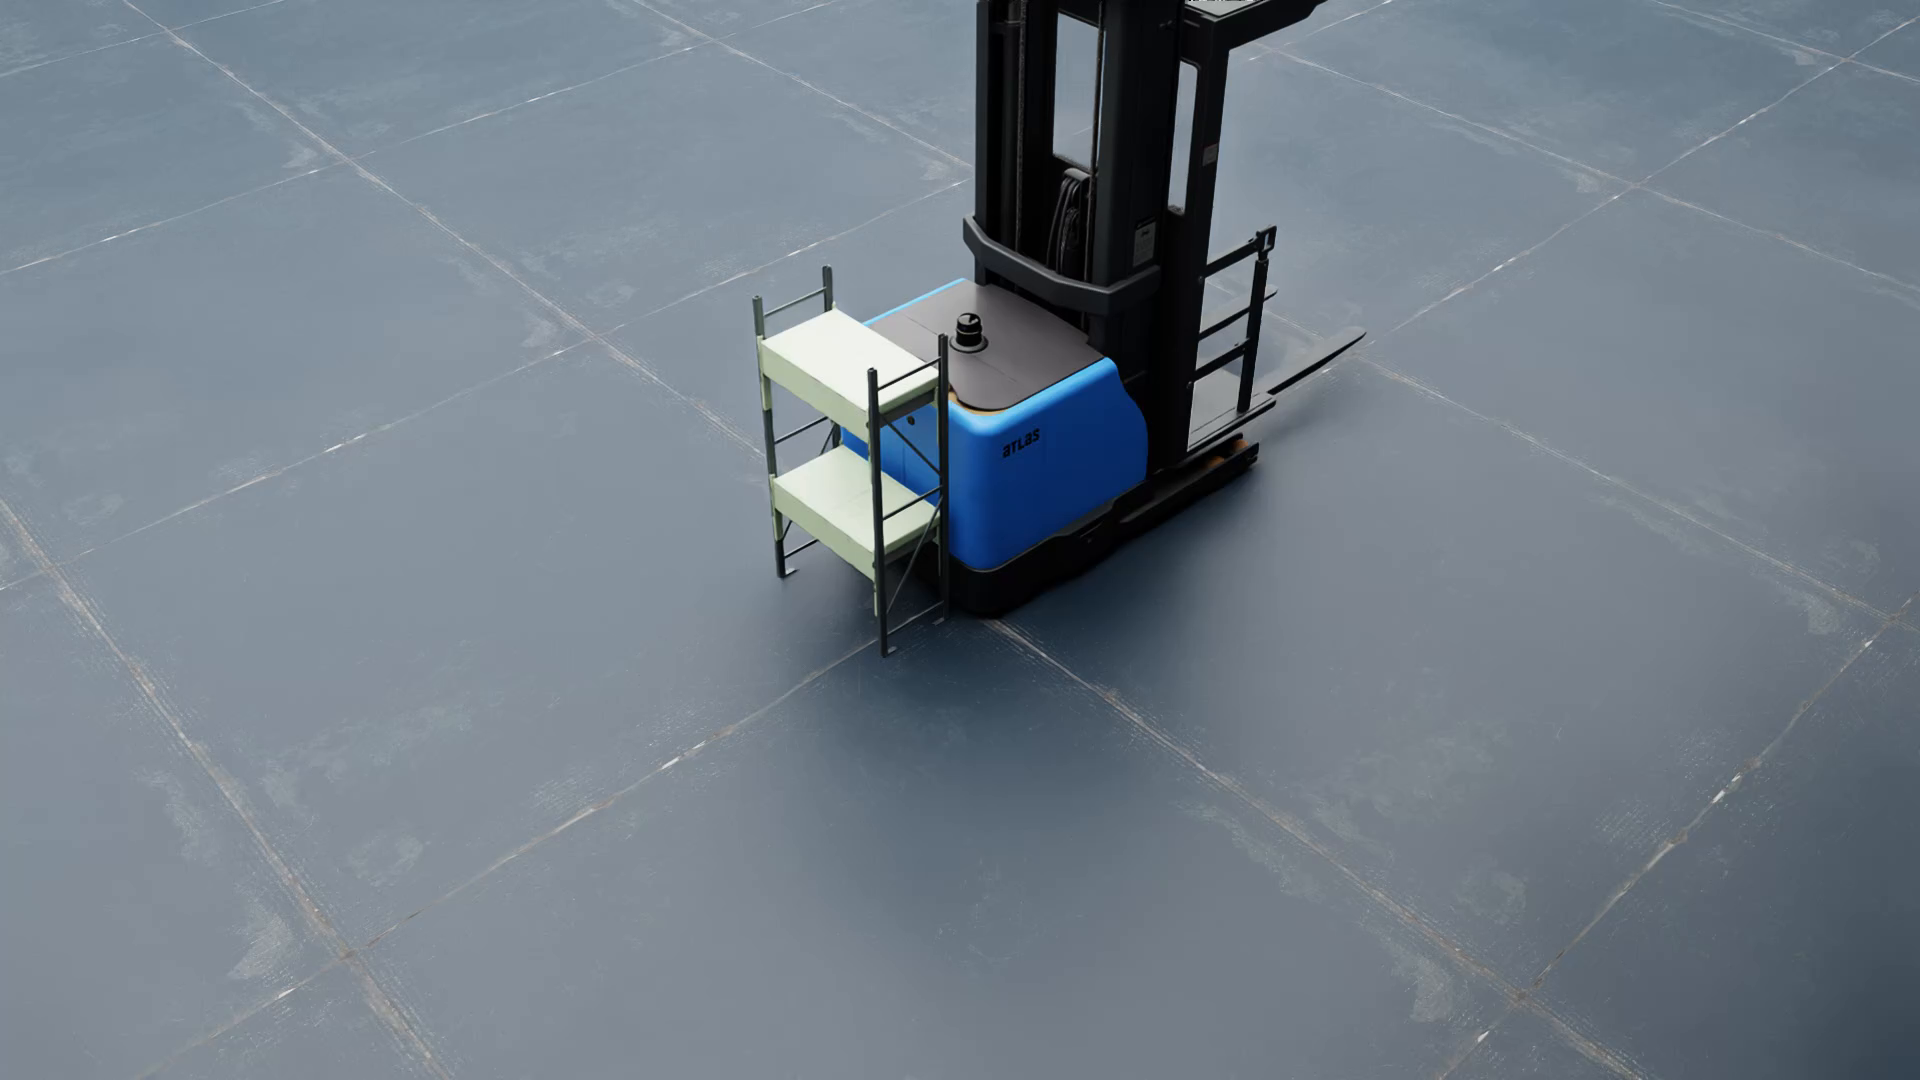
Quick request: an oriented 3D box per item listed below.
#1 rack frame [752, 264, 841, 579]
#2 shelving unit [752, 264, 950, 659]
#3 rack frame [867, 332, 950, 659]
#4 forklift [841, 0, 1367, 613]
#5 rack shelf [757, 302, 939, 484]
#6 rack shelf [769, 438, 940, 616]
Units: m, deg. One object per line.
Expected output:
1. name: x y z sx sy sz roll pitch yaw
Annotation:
1. rack frame: -0.696 -0.490 7.371 0.400 1.500 0.023 -30 48 -32
2. shelving unit: -0.449 -0.320 7.161 0.431 1.500 0.755 -30 48 -32
3. rack frame: -0.202 -0.151 6.951 0.400 1.500 0.023 -30 48 -32
4. forklift: 0.863 -1.615 7.625 3.031 2.935 1.130 -30 48 -32
5. rack shelf: -0.449 -0.624 6.916 0.431 0.370 0.720 -30 48 -32
6. rack shelf: -0.449 -0.067 7.366 0.431 0.370 0.720 -30 48 -32
